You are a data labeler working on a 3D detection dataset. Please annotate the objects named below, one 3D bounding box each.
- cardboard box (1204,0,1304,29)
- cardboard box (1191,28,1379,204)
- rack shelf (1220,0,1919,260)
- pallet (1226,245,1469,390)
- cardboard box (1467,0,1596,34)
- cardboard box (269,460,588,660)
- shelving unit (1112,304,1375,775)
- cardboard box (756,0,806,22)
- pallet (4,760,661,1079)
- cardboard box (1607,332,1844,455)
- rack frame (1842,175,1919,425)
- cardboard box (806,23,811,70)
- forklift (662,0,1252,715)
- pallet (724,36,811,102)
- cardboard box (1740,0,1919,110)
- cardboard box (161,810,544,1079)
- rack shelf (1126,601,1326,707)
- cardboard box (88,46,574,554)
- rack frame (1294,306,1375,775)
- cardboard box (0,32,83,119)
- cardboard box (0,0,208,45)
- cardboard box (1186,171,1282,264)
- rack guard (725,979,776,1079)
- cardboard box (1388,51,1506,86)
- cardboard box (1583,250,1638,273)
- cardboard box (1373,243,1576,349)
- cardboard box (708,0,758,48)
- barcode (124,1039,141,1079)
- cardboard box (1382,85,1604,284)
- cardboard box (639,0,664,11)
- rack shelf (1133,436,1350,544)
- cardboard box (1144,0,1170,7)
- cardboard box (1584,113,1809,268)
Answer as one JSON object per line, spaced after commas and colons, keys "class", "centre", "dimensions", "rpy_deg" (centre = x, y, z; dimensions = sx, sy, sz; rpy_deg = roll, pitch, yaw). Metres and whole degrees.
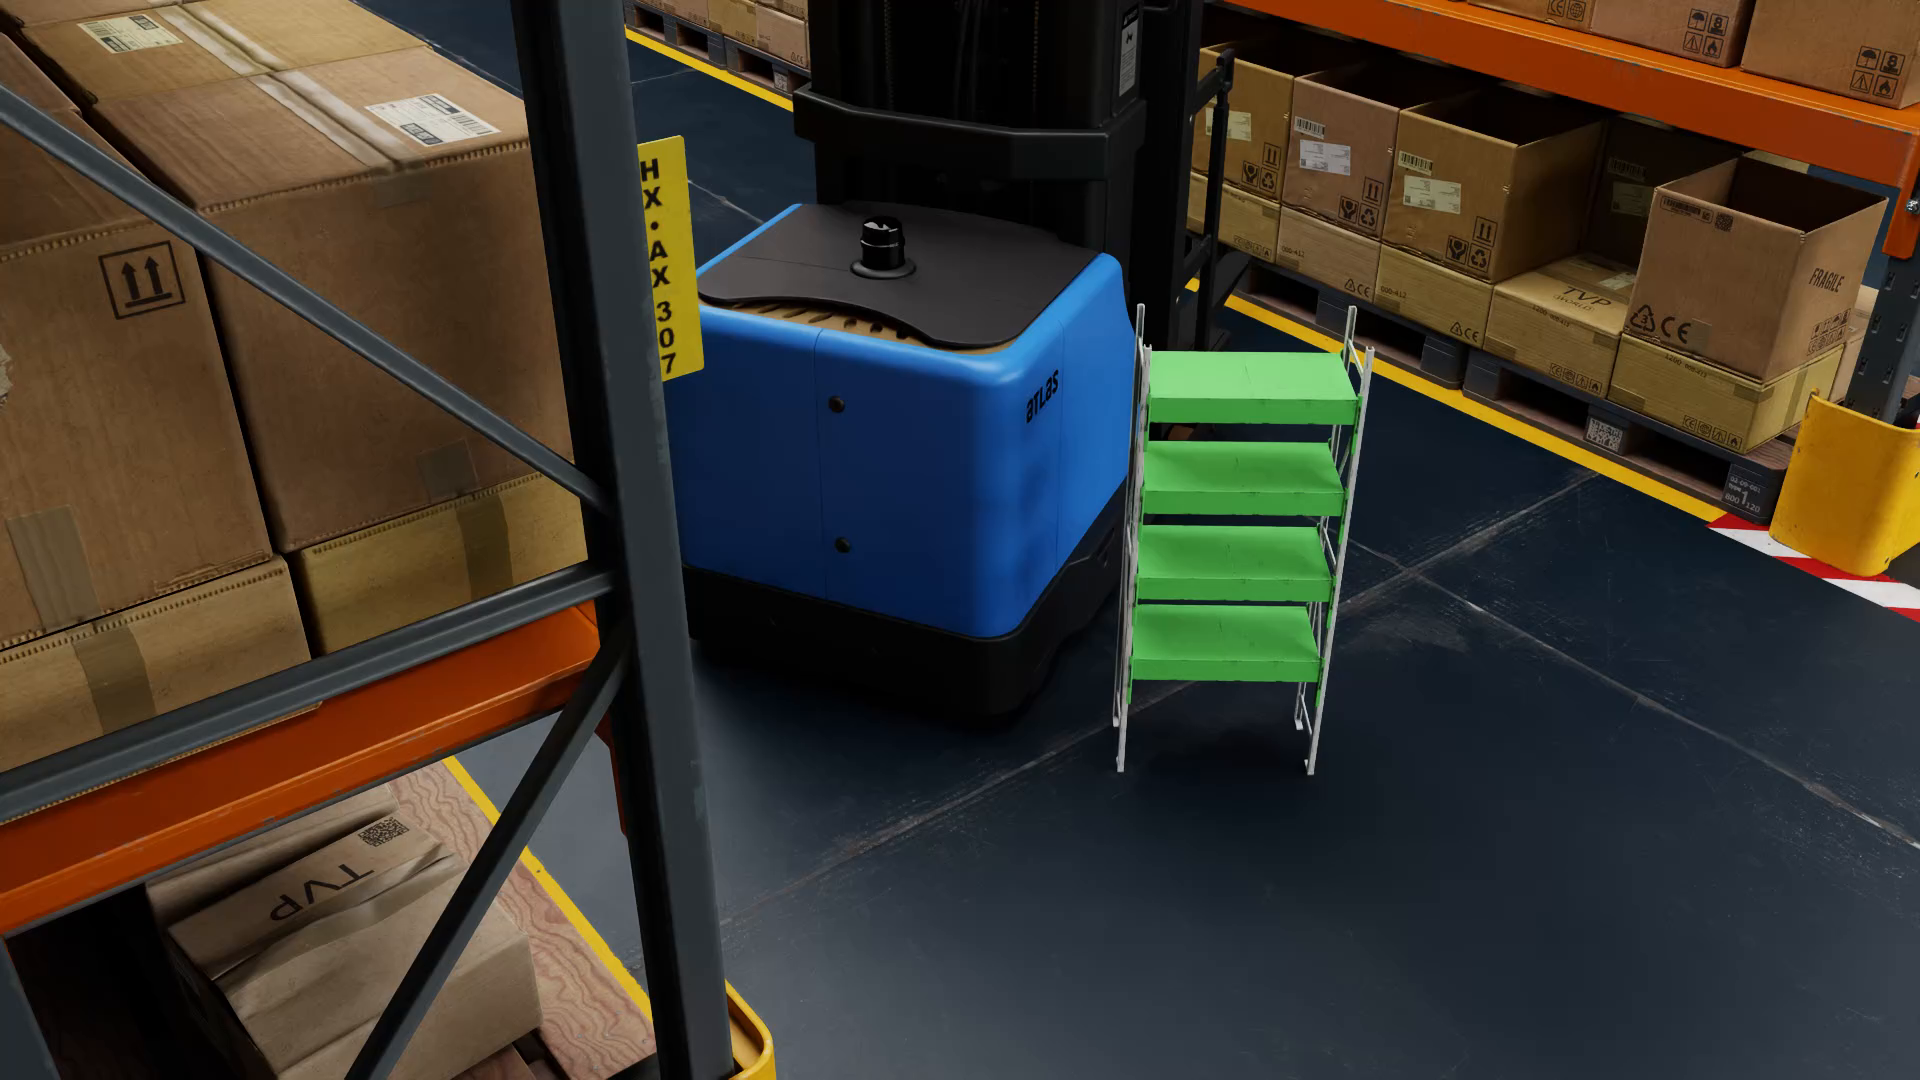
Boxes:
{"class": "cardboard box", "centre": [1.394, -2.080, 7.252], "dimensions": [0.500, 0.500, 0.500], "rpy_deg": [-22, 38, -31]}
{"class": "cardboard box", "centre": [1.290, -1.703, 6.646], "dimensions": [0.500, 0.500, 0.500], "rpy_deg": [-22, 38, -31]}
{"class": "rack shelf", "centre": [1.866, -1.946, 6.222], "dimensions": [1.077, 0.370, 4.000], "rpy_deg": [-22, 38, -31]}
{"class": "pallet", "centre": [1.846, -1.047, 6.736], "dimensions": [1.003, 0.211, 1.213], "rpy_deg": [-22, 38, -31]}
{"class": "cardboard box", "centre": [2.190, -2.086, 5.670], "dimensions": [0.700, 0.500, 0.500], "rpy_deg": [-22, 38, -31]}
{"class": "cardboard box", "centre": [-0.867, -0.065, 2.635], "dimensions": [0.500, 0.250, 0.500], "rpy_deg": [-24, 39, -33]}
{"class": "shelving unit", "centre": [0.660, 0.028, 4.067], "dimensions": [0.503, 1.200, 0.258], "rpy_deg": [1, 32, 1]}
{"class": "cardboard box", "centre": [-0.769, -3.044, 8.985], "dimensions": [0.500, 0.311, 0.500], "rpy_deg": [-23, 38, -32]}
{"class": "pallet", "centre": [-1.336, 0.989, 3.458], "dimensions": [1.003, 0.211, 1.213], "rpy_deg": [-22, 38, -31]}
{"class": "cardboard box", "centre": [2.530, -0.557, 5.511], "dimensions": [0.500, 0.250, 0.500], "rpy_deg": [-22, 38, -31]}
{"class": "rack frame", "centre": [3.092, -1.418, 4.690], "dimensions": [1.000, 3.000, 0.127], "rpy_deg": [-22, 38, -31]}
{"class": "cardboard box", "centre": [-0.467, -2.599, 8.800], "dimensions": [0.500, 0.250, 0.500], "rpy_deg": [-21, 38, -30]}
{"class": "forklift", "centre": [0.251, -1.547, 4.962], "dimensions": [1.130, 2.935, 3.031], "rpy_deg": [13, 34, 20]}
{"class": "pallet", "centre": [-0.596, -2.704, 9.404], "dimensions": [1.003, 0.211, 1.213], "rpy_deg": [-22, 38, -31]}
{"class": "cardboard box", "centre": [2.816, -1.659, 4.984], "dimensions": [0.700, 0.500, 0.500], "rpy_deg": [-22, 38, -31]}
{"class": "cardboard box", "centre": [-1.172, 0.824, 3.212], "dimensions": [0.500, 0.311, 0.500], "rpy_deg": [-27, 41, -36]}
{"class": "rack shelf", "centre": [0.660, 0.287, 4.227], "dimensions": [0.480, 0.148, 0.258], "rpy_deg": [1, 32, 1]}
{"class": "cardboard box", "centre": [-0.874, -0.374, 2.421], "dimensions": [0.500, 0.500, 0.500], "rpy_deg": [-22, 38, -31]}
{"class": "rack frame", "centre": [0.904, 0.032, 4.062], "dimensions": [0.015, 1.200, 0.240], "rpy_deg": [1, 32, 1]}
{"class": "cardboard box", "centre": [-1.577, -0.418, 2.492], "dimensions": [0.500, 0.500, 0.500], "rpy_deg": [-22, 38, -31]}
{"class": "cardboard box", "centre": [-1.481, -0.800, 3.108], "dimensions": [0.500, 0.500, 0.500], "rpy_deg": [-24, 39, -33]}
{"class": "cardboard box", "centre": [1.289, -1.384, 6.844], "dimensions": [0.500, 0.250, 0.500], "rpy_deg": [-22, 38, -31]}
{"class": "rack guard", "centre": [-0.865, 1.216, 2.818], "dimensions": [1.175, 0.500, 0.348], "rpy_deg": [-22, 38, -31]}
{"class": "cardboard box", "centre": [2.021, -1.669, 6.591], "dimensions": [0.500, 0.500, 0.500], "rpy_deg": [-22, 38, -31]}
{"class": "cardboard box", "centre": [2.629, -0.931, 6.114], "dimensions": [0.500, 0.250, 0.500], "rpy_deg": [-22, 38, -31]}
{"class": "cardboard box", "centre": [1.906, -0.969, 6.175], "dimensions": [0.500, 0.250, 0.500], "rpy_deg": [-22, 38, -31]}
{"class": "cardboard box", "centre": [-1.092, -3.026, 9.486], "dimensions": [0.500, 0.250, 0.500], "rpy_deg": [-23, 39, -33]}
{"class": "barcode", "centre": [-1.499, 0.942, 3.013], "dimensions": [0.001, 0.075, 0.075], "rpy_deg": [-22, 38, -31]}
{"class": "cardboard box", "centre": [1.903, -1.286, 5.976], "dimensions": [0.500, 0.500, 0.500], "rpy_deg": [-22, 38, -31]}
{"class": "cardboard box", "centre": [-1.725, -3.449, 10.169], "dimensions": [0.500, 0.250, 0.500], "rpy_deg": [-22, 38, -32]}
{"class": "rack shelf", "centre": [0.660, -0.121, 3.974], "dimensions": [0.480, 0.148, 0.258], "rpy_deg": [1, 32, 1]}
{"class": "cardboard box", "centre": [0.676, -2.120, 7.317], "dimensions": [0.500, 0.500, 0.500], "rpy_deg": [-22, 38, -31]}
{"class": "cardboard box", "centre": [2.631, -1.250, 5.918], "dimensions": [0.500, 0.500, 0.500], "rpy_deg": [-22, 38, -31]}
